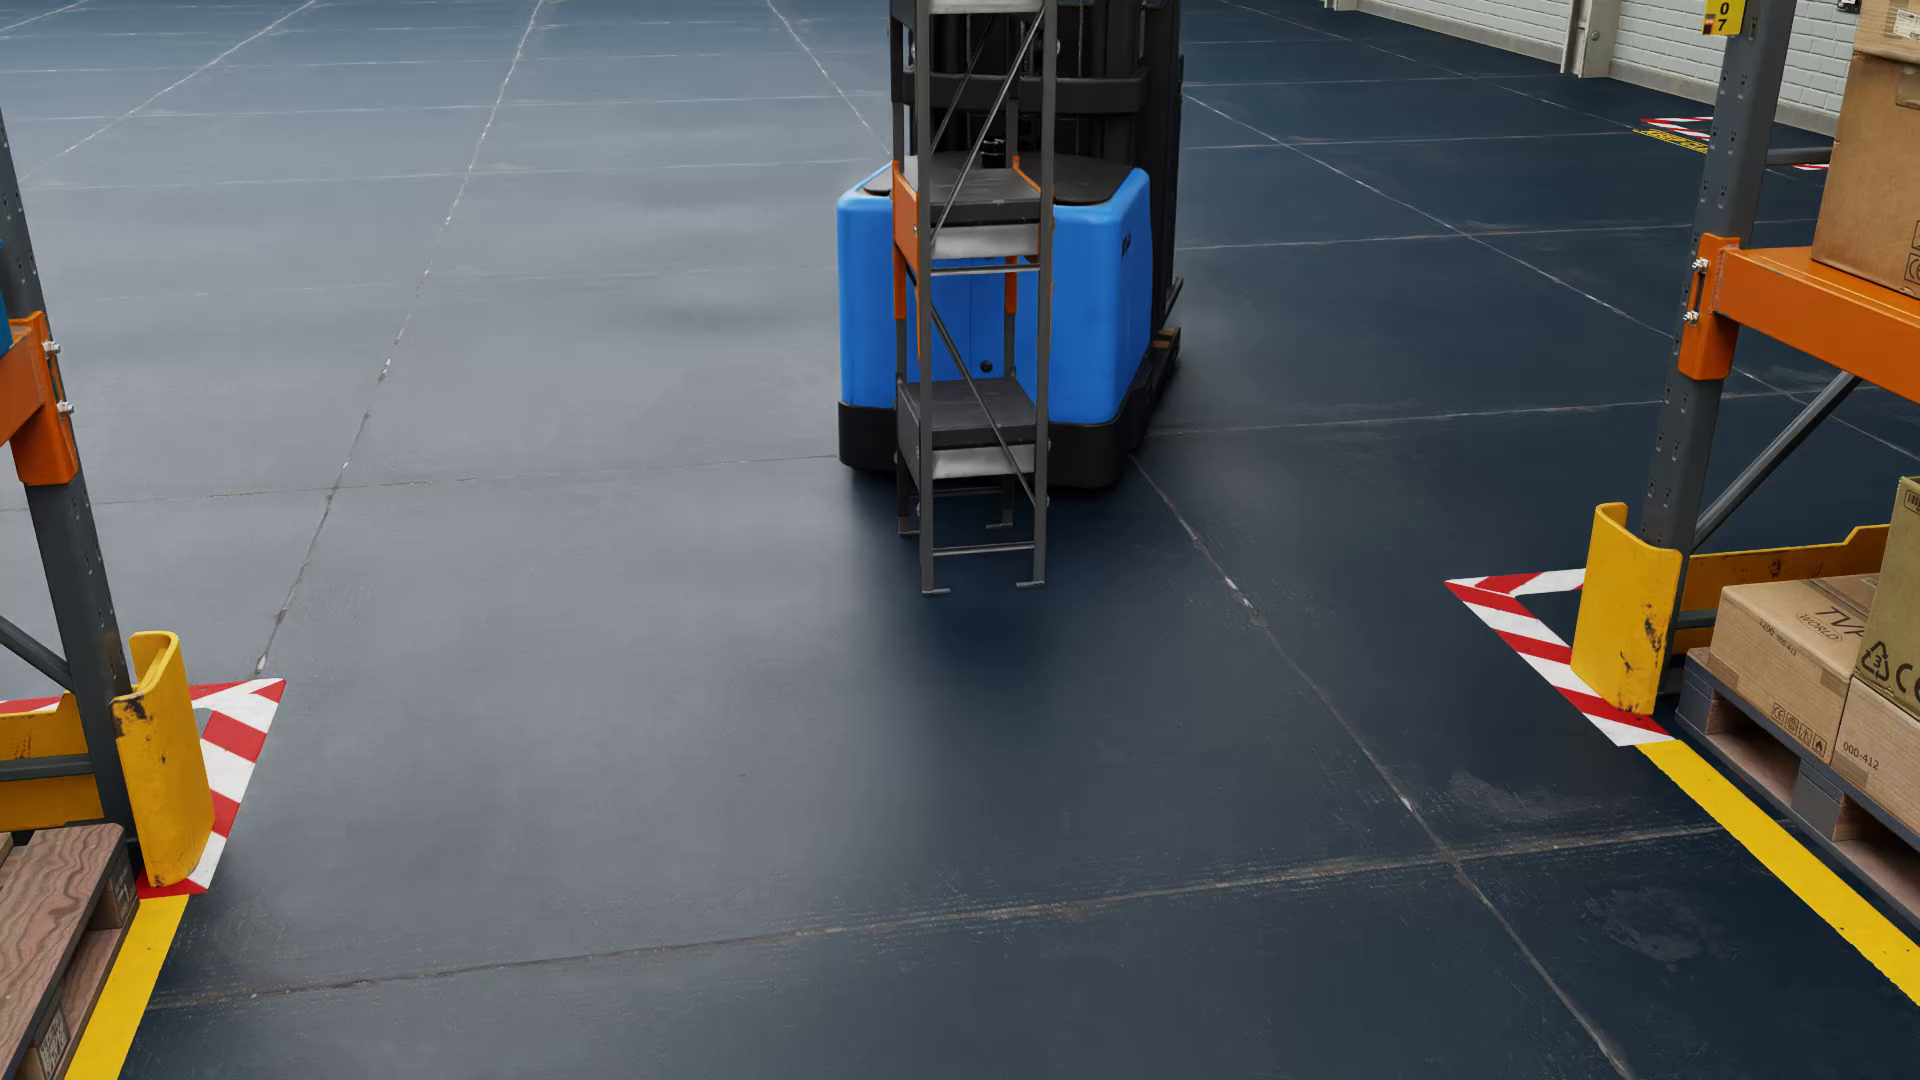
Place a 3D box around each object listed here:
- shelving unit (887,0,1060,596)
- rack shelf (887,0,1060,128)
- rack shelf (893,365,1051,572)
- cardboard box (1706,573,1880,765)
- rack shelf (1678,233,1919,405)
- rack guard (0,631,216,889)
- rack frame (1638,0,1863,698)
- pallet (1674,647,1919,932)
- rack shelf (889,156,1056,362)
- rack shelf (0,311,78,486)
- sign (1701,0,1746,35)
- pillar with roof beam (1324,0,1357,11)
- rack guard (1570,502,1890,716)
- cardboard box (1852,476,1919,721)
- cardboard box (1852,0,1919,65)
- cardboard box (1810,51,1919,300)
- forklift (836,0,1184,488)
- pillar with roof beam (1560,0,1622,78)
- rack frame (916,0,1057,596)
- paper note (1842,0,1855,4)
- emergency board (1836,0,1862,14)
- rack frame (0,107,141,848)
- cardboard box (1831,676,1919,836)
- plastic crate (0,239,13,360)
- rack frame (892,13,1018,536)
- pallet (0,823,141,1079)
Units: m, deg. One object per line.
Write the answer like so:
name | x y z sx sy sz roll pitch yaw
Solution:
shelving unit | 0.031 -0.897 5.181 0.431 2.100 0.503 -4 24 -10
rack shelf | 0.031 -1.526 4.906 0.431 0.518 0.480 -4 24 -10
rack shelf | 0.031 -0.243 5.466 0.431 0.518 0.480 -4 24 -10
cardboard box | 2.274 0.312 4.198 0.500 0.250 0.500 -4 24 -10
rack shelf | 2.764 0.134 2.595 1.077 0.370 4.000 -4 24 -10
rack guard | -2.415 0.554 3.856 1.175 0.500 0.348 -4 24 -10
rack frame | 2.394 -0.983 4.253 1.000 3.000 0.127 -4 24 -10
pallet | 2.576 0.593 4.129 1.003 0.211 1.213 -4 24 -10
rack shelf | 0.031 -0.885 5.186 0.431 0.518 0.480 -4 24 -10
rack shelf | -2.105 0.499 1.759 1.077 0.370 4.000 -4 24 -10
sign | 1.847 -1.377 3.975 0.100 0.325 0.005 -4 24 -10
pillar with roof beam | 0.682 -10.650 18.892 9.100 9.000 0.400 -4 24 -10
rack guard | 2.389 0.153 4.775 1.175 0.500 0.348 -4 24 -10
cardboard box | 2.369 0.165 3.598 0.500 0.500 0.500 -4 24 -10
cardboard box | 2.255 -1.156 3.713 0.380 0.149 0.250 -4 24 -10
cardboard box | 2.468 -0.844 3.810 0.700 0.500 0.500 -4 24 -10
forklift | 0.388 -2.093 6.881 1.130 2.935 3.031 5 24 12
pillar with roof beam | 1.791 -8.290 13.489 9.100 9.000 0.400 -4 24 -10
rack frame | 0.076 -0.801 4.961 0.400 2.100 0.015 -4 24 -10
paper note | 6.747 -4.146 12.595 0.016 0.148 0.142 -4 24 -10
emergency board | 6.712 -4.474 12.247 0.194 1.169 0.643 -4 24 -10
rack frame | -2.475 -0.618 3.417 1.000 3.000 0.127 -4 24 -10
cardboard box | 2.370 0.509 3.749 0.500 0.250 0.500 -4 24 -10
plastic crate | -2.088 -0.375 3.046 0.499 0.251 0.616 -4 24 -10
rack frame | -0.015 -0.993 5.400 0.400 2.100 0.015 -4 24 -10
pallet | -2.270 1.007 3.182 1.003 0.211 1.213 -4 24 -10
